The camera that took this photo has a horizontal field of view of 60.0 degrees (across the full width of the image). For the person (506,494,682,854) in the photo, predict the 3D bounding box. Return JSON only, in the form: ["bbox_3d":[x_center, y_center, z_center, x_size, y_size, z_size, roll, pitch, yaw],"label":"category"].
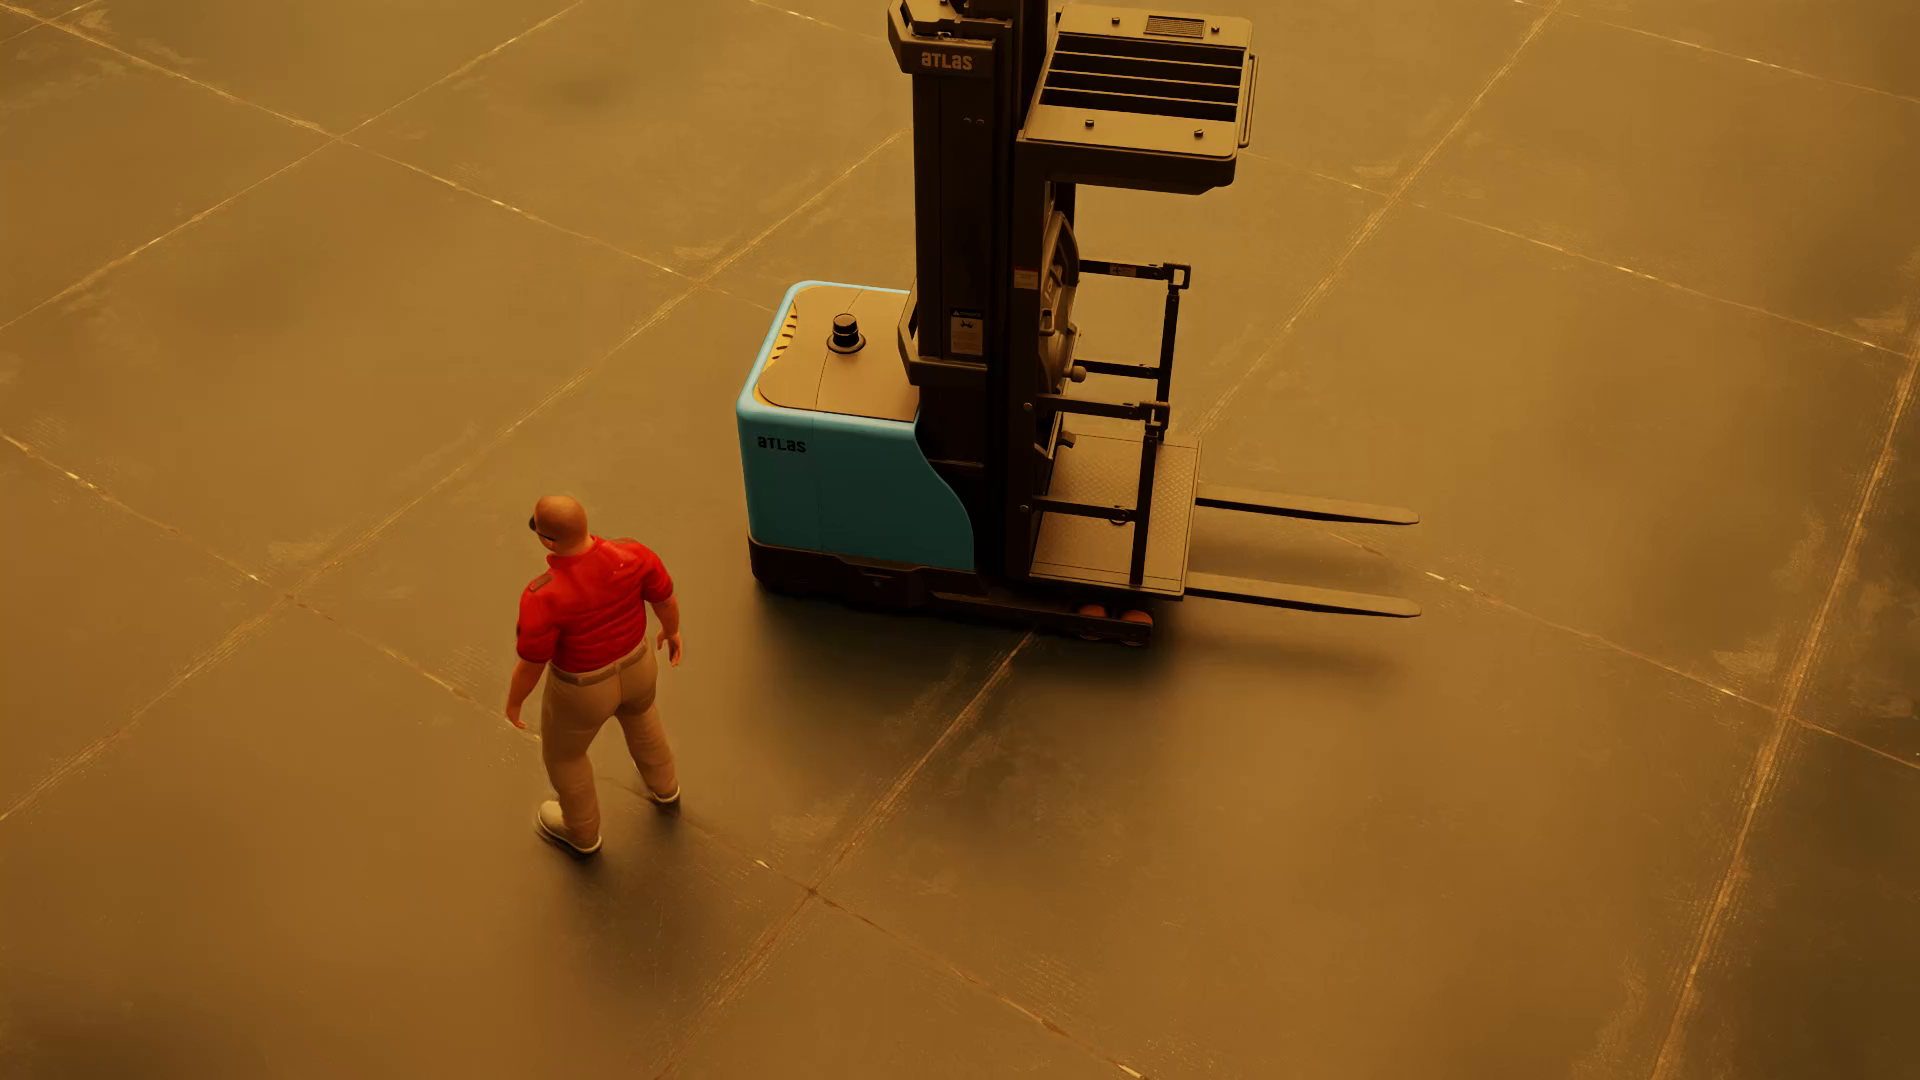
[{"bbox_3d":[-1.378,0.469,6.232,0.708,1.721,0.416,-32,52,-29],"label":"person"}]

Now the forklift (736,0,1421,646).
[{"bbox_3d":[0.598,-0.987,6.890,3.031,2.935,1.130,7,44,8],"label":"forklift"}]
